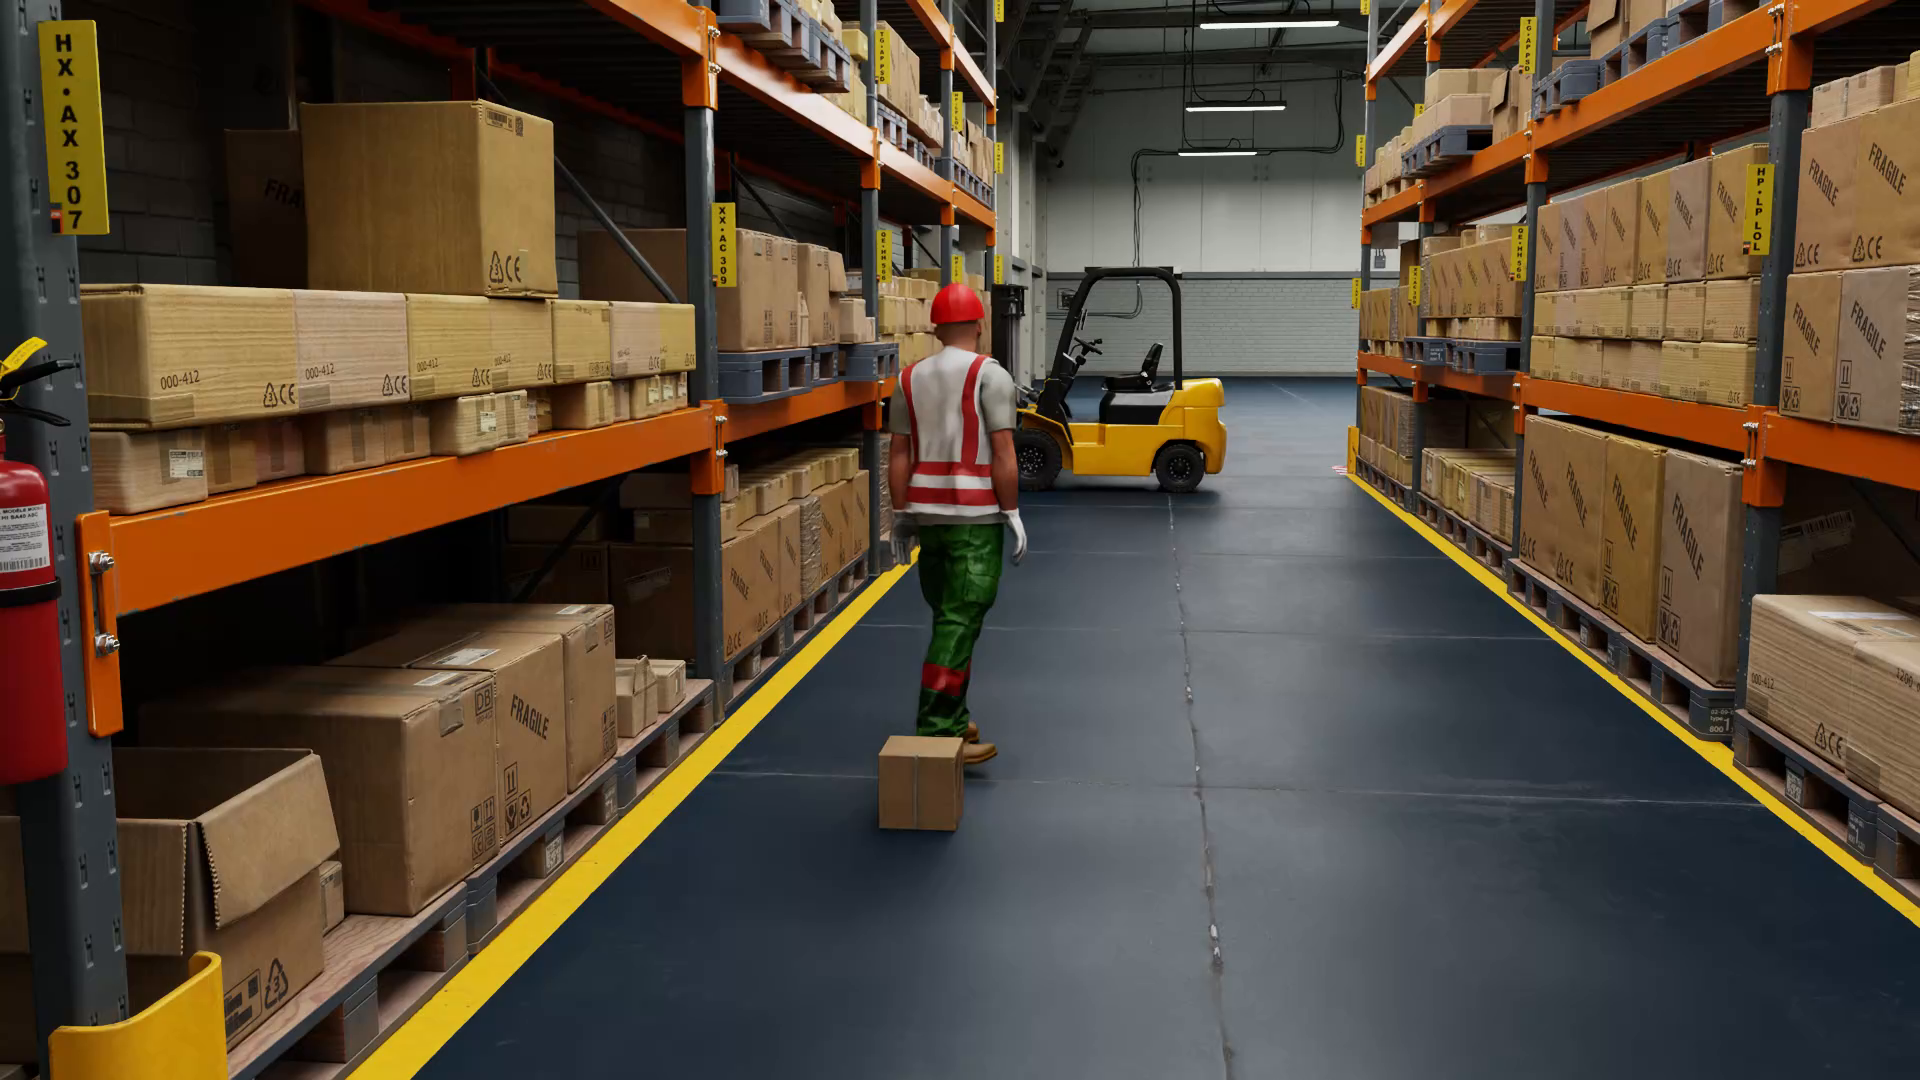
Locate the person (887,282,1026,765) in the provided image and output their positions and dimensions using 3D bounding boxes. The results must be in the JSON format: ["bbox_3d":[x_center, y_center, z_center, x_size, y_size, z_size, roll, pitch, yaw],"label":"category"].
[{"bbox_3d":[-0.029,-0.064,6.202,0.569,1.779,0.574,6,9,37],"label":"person"}]
